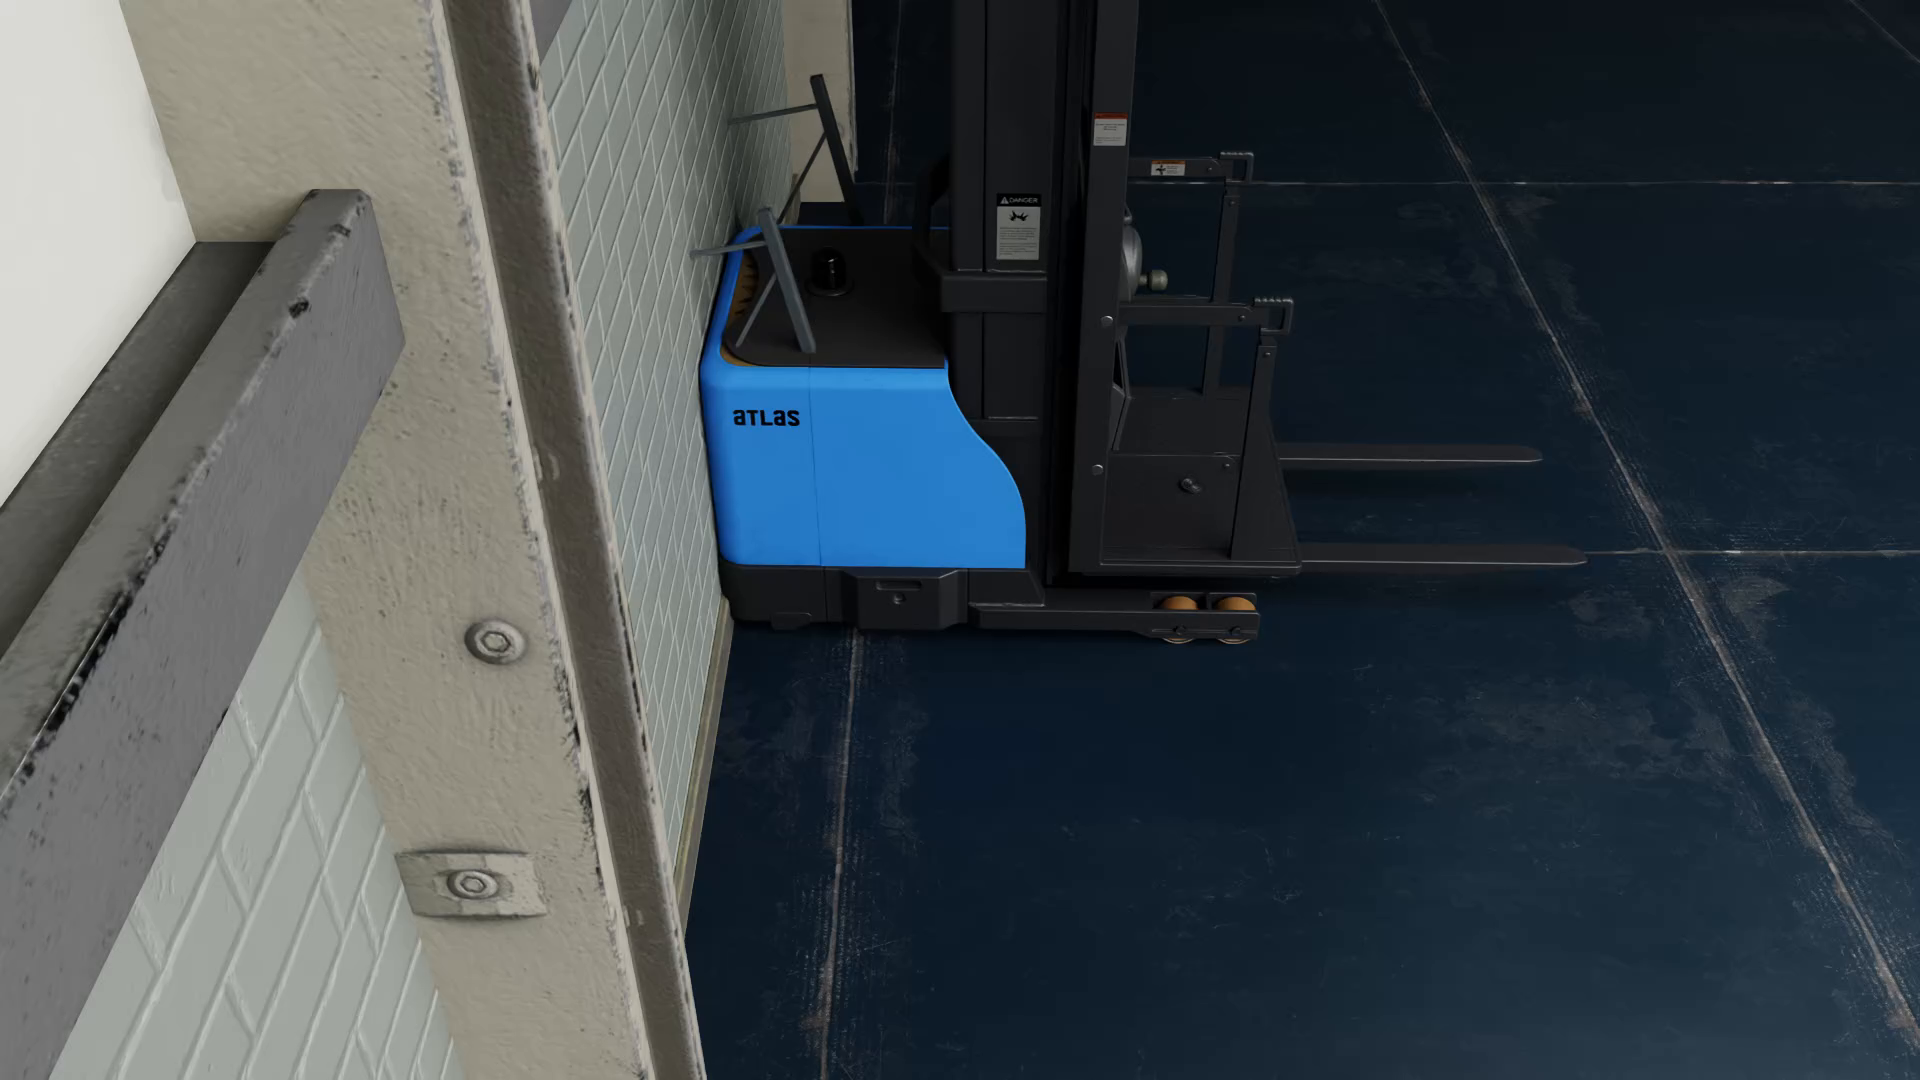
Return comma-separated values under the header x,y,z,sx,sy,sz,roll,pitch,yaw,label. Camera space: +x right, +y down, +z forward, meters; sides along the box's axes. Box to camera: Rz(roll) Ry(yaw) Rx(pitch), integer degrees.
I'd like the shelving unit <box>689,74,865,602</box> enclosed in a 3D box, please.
x,y,z,sx,sy,sz,roll,pitch,yaw,label
-0.601,-0.679,5.853,0.587,1.500,1.083,-7,37,12,shelving unit

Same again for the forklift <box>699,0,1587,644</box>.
x,y,z,sx,sy,sz,roll,pitch,yaw,label
0.682,-1.119,5.302,3.031,2.935,1.130,1,39,1,forklift

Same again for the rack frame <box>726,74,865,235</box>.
x,y,z,sx,sy,sz,roll,pitch,yaw,label
-0.557,-0.995,6.260,0.500,1.500,0.032,-7,37,12,rack frame

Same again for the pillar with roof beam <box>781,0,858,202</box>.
x,y,z,sx,sy,sz,roll,pitch,yaw,label
3.619,-5.343,5.722,9.100,9.000,0.400,0,39,0,pillar with roof beam

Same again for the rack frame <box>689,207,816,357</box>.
x,y,z,sx,sy,sz,roll,pitch,yaw,label
-0.643,-0.373,5.460,0.500,1.500,0.032,-7,37,12,rack frame

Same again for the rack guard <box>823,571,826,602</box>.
x,y,z,sx,sy,sz,roll,pitch,yaw,label
-0.505,0.114,5.826,0.587,0.250,0.087,-7,37,12,rack guard
